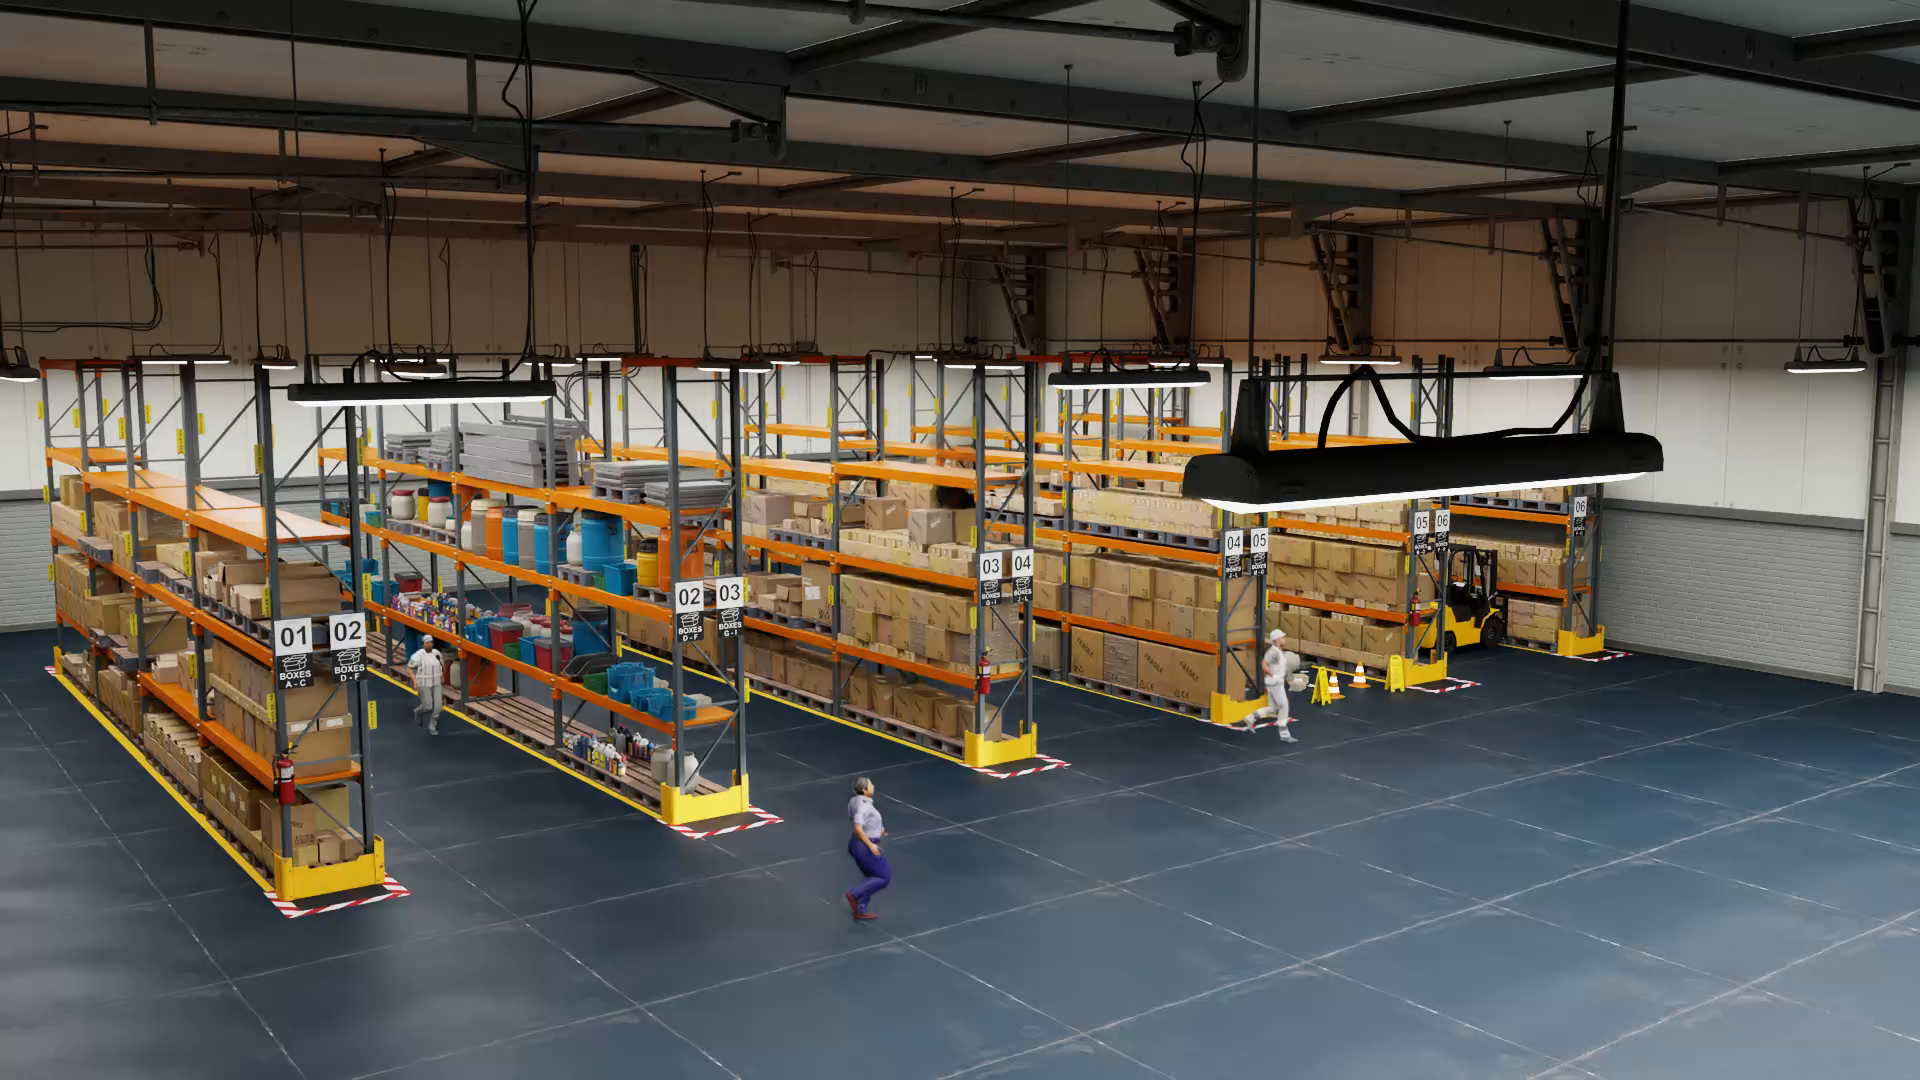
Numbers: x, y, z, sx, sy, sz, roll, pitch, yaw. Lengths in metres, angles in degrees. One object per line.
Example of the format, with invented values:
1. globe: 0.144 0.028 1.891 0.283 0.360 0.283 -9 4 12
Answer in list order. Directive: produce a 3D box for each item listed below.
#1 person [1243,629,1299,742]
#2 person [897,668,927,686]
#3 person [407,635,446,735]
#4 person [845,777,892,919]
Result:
1. person: 4.962 2.305 26.447 0.903 1.778 0.696 2 7 15
2. person: -0.878 1.758 30.721 0.658 1.797 0.935 -6 9 -41
3. person: -8.542 2.325 26.761 0.621 1.617 0.554 -6 9 -40
4. person: -1.028 3.371 18.180 0.549 1.606 0.607 -2 7 -19
